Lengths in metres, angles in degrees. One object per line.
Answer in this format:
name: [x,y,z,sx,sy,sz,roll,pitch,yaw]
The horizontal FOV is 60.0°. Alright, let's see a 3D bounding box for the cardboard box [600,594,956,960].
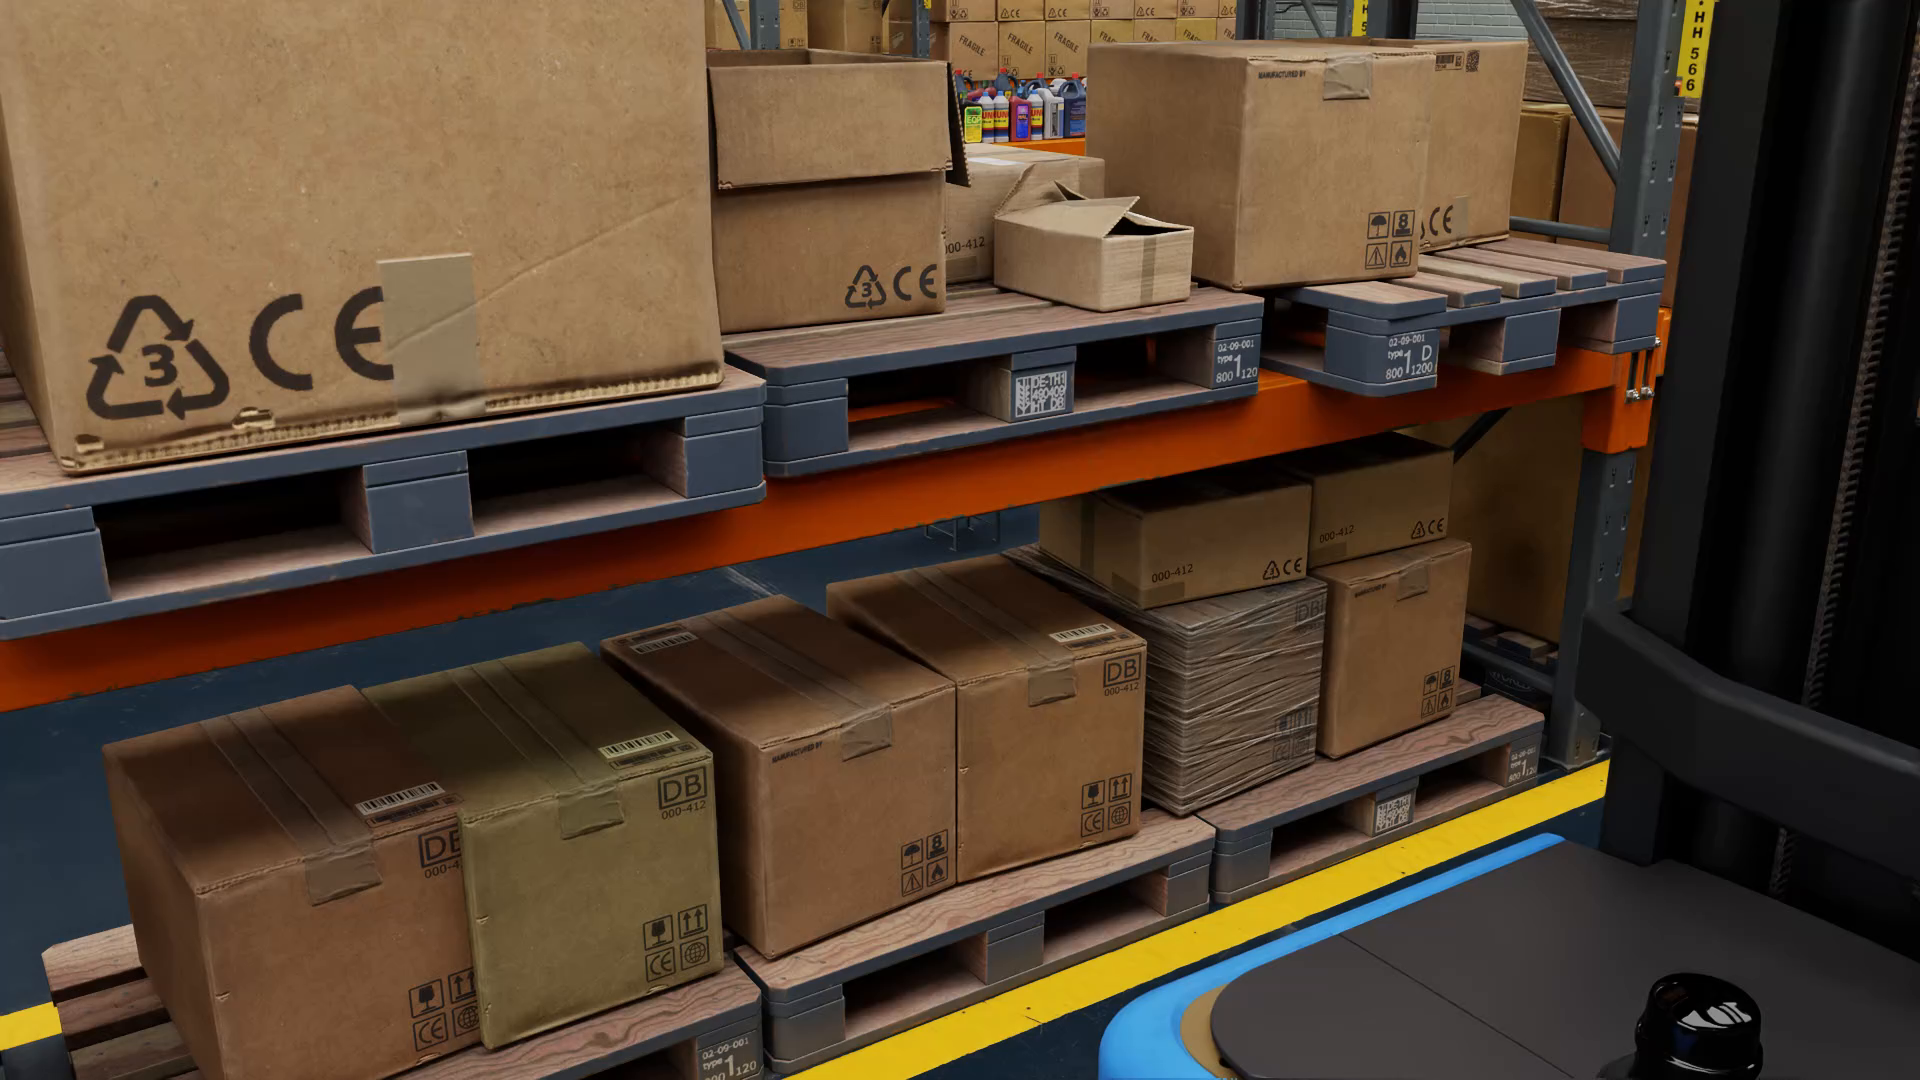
cardboard box: [-0.418,0.504,3.786,0.500,0.500,0.700,-14,23,-36]

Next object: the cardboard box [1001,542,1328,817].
cardboard box: [0.517,0.304,4.377,0.500,0.500,0.700,-14,23,-36]

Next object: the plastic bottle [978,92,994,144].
plastic bottle: [0.139,-2.308,9.090,0.097,0.271,0.097,0,19,0]

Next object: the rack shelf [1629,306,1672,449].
rack shelf: [3.192,-0.907,5.869,4.000,0.370,1.077,-12,22,-31]

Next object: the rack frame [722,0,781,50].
rack frame: [-1.202,-2.221,8.630,0.127,3.000,1.000,-12,22,-31]

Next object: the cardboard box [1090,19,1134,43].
cardboard box: [1.262,-4.584,15.464,0.500,0.500,0.500,-12,22,-32]

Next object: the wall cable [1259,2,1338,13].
wall cable: [4.951,-8.552,22.837,0.112,2.526,3.097,-12,22,-31]

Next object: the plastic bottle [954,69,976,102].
plastic bottle: [0.011,-2.601,9.832,0.185,0.351,0.144,-12,22,-31]

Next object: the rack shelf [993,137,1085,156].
rack shelf: [0.468,-2.232,9.788,4.000,0.370,1.077,-12,22,-31]

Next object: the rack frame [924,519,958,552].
rack frame: [-0.078,-0.410,6.552,0.006,0.900,0.240,-12,22,-31]

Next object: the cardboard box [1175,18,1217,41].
cardboard box: [2.102,-4.759,15.982,0.500,0.500,0.500,-12,22,-31]

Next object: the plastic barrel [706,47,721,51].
plastic barrel: [-1.423,-2.122,8.127,0.708,0.536,0.600,-12,22,-31]

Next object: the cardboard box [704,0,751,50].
cardboard box: [-2.024,-4.170,13.583,0.700,0.500,0.500,16,24,39]

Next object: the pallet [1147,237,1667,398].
pallet: [0.985,-0.651,4.287,1.003,0.211,1.213,-12,22,-31]

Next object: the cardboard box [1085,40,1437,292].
cardboard box: [0.682,-0.911,3.945,0.500,0.500,0.700,-8,20,-23]

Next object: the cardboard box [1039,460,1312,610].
cardboard box: [0.541,-0.053,4.264,0.500,0.250,0.500,-9,21,-25]

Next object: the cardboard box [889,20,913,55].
cardboard box: [-0.306,-4.455,15.083,0.500,0.500,0.500,-11,22,-31]

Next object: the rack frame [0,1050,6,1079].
rack frame: [-1.819,-0.191,2.628,0.127,3.000,1.000,-12,22,-31]

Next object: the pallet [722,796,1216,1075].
pallet: [-0.150,0.776,4.120,1.213,0.211,1.003,-12,22,-31]

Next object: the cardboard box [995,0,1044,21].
cardboard box: [0.396,-4.871,14.751,0.500,0.500,0.500,-13,22,-33]

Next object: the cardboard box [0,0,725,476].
cardboard box: [-1.078,-0.777,2.767,1.000,1.000,1.000,-12,22,-31]

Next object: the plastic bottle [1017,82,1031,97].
plastic bottle: [0.380,-2.595,9.938,0.097,0.271,0.097,0,19,0]

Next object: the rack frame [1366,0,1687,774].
rack frame: [1.522,-0.896,4.712,0.127,3.000,1.000,-12,22,-31]

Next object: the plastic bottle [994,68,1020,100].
plastic bottle: [0.277,-2.657,9.998,0.185,0.351,0.144,-12,22,-31]

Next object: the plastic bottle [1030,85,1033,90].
plastic bottle: [0.464,-2.668,10.153,0.097,0.271,0.097,0,19,0]

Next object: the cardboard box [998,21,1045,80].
cardboard box: [0.419,-4.406,14.939,0.500,0.500,0.500,-11,22,-30]

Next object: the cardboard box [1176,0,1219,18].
cardboard box: [2.116,-5.235,15.830,0.500,0.500,0.500,-11,22,-30]

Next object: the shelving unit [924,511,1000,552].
shelving unit: [0.007,-0.428,6.605,0.210,0.900,0.258,-12,22,-31]

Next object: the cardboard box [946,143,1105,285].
cardboard box: [-0.004,-0.790,3.977,0.500,0.250,0.500,-13,22,-33]

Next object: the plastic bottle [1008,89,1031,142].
plastic bottle: [0.327,-2.347,9.185,0.133,0.283,0.061,-12,22,-31]

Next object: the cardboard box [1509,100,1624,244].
cardboard box: [1.798,-1.097,5.149,0.500,0.500,0.500,-11,22,-30]

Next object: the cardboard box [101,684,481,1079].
cardboard box: [-1.294,0.682,3.260,0.500,0.500,0.700,-14,23,-36]

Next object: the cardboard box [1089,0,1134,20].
cardboard box: [1.257,-5.052,15.288,0.500,0.500,0.500,-11,22,-30]

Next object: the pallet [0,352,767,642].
pallet: [-1.101,-0.196,2.941,1.213,0.211,1.003,-12,22,-31]

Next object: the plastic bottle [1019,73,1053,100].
plastic bottle: [0.435,-2.476,9.461,0.185,0.351,0.144,-12,22,-31]

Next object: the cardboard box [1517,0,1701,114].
cardboard box: [2.141,-1.543,4.903,0.637,0.503,0.797,-11,22,-30]

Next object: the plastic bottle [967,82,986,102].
plastic bottle: [0.089,-2.546,9.775,0.133,0.283,0.061,-12,22,-31]

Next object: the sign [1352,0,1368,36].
sign: [1.214,-1.592,4.964,0.005,0.325,0.100,-12,22,-31]

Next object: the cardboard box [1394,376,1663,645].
cardboard box: [2.110,-0.204,5.328,0.875,0.875,1.225,-13,23,-34]

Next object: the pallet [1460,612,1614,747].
pallet: [2.222,0.306,5.509,1.213,0.211,1.003,-12,22,-31]

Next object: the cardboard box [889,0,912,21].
cardboard box: [-0.303,-4.930,14.927,0.500,0.500,0.500,-12,22,-31]

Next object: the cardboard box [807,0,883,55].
cardboard box: [-1.101,-4.474,14.482,0.700,0.500,0.500,14,23,35]

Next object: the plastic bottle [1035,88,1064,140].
plastic bottle: [0.495,-2.396,9.342,0.135,0.276,0.152,-12,22,-31]
